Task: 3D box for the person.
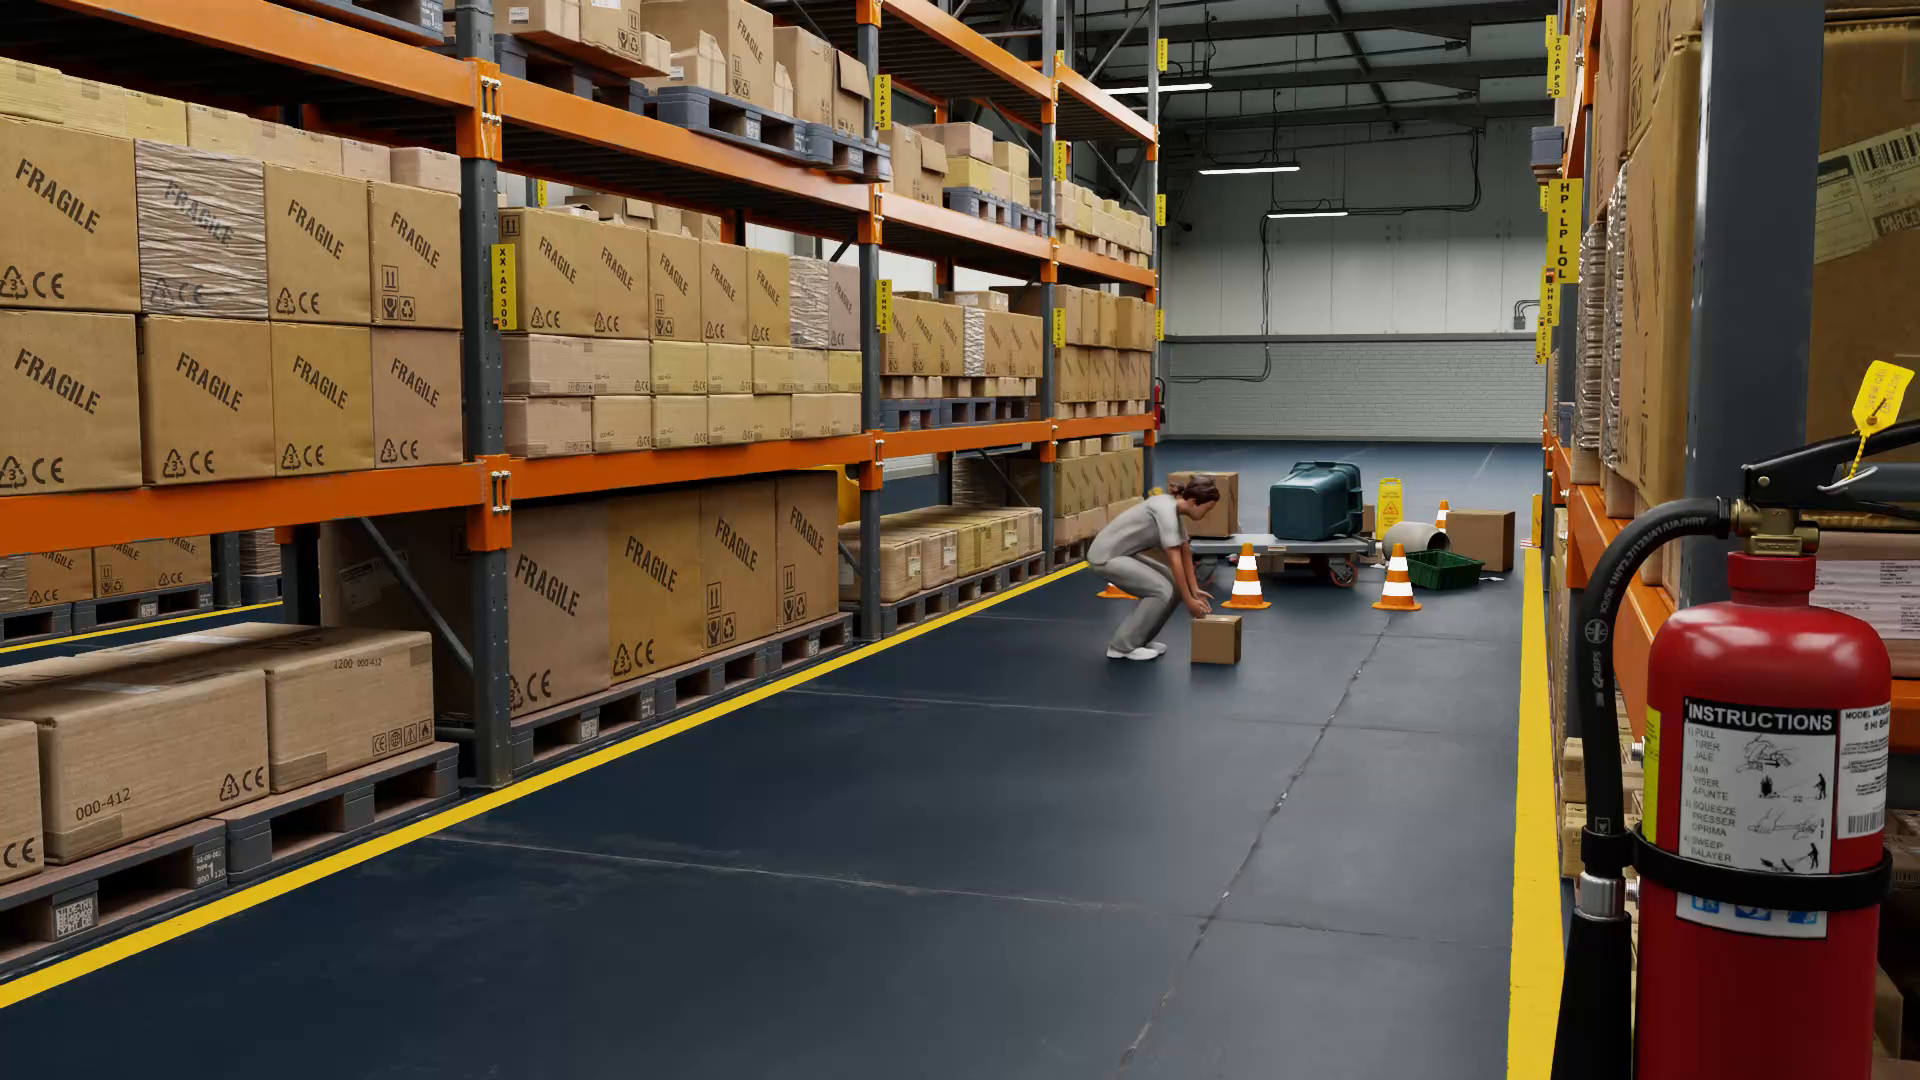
[{"bbox_3d":[1.143,0.155,9.806,0.765,1.075,0.491,2,6,18],"label":"person"}]
